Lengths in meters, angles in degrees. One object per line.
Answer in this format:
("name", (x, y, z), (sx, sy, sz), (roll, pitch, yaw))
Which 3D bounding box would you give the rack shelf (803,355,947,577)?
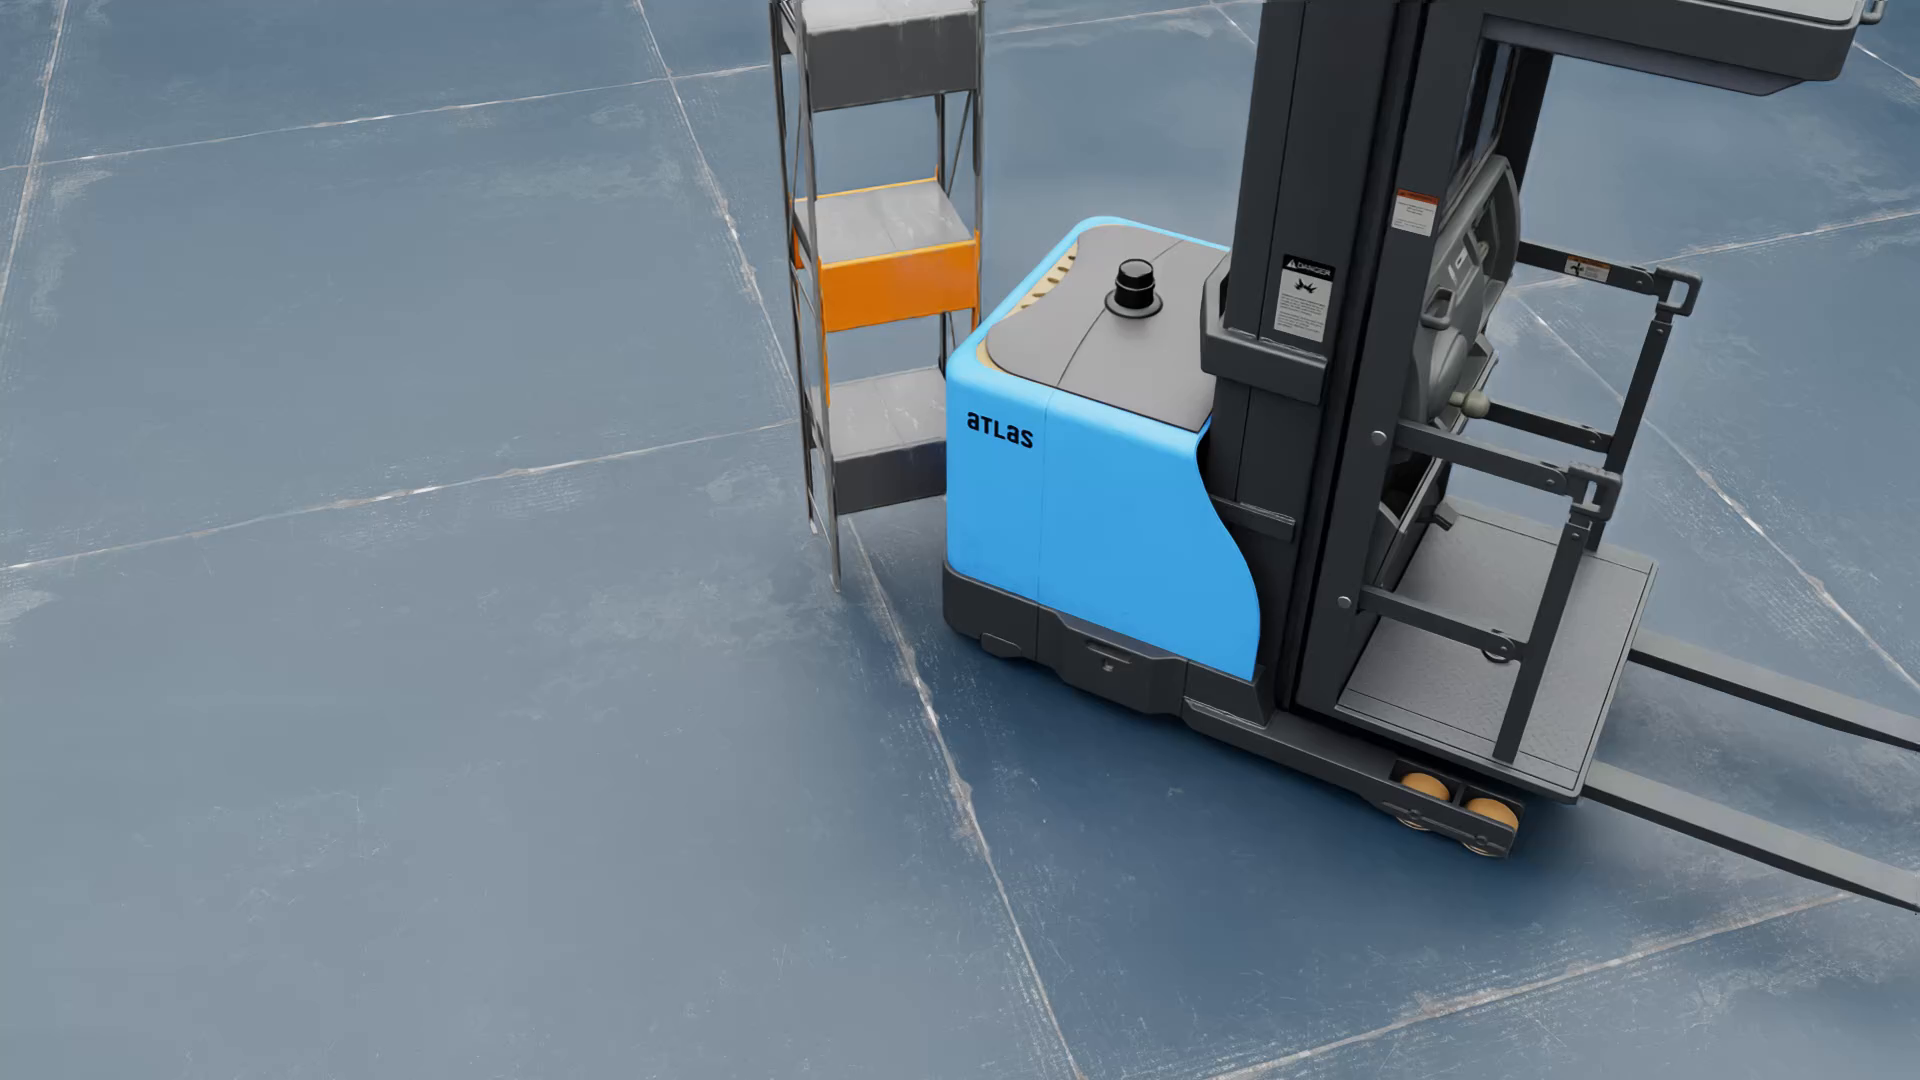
("rack shelf", (-0.234, -0.248, 5.522), (0.480, 0.518, 0.431), (-12, 43, -13))

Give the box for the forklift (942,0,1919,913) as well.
("forklift", (1.486, -0.610, 4.221), (3.031, 2.935, 1.130), (20, 45, 21))

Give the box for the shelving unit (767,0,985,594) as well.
("shelving unit", (-0.234, -0.785, 5.053), (0.503, 2.100, 0.431), (-12, 43, -13))

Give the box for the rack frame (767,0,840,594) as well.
("rack frame", (-0.467, -0.737, 4.997), (0.015, 2.100, 0.400), (-12, 43, -13))

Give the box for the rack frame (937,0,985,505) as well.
("rack frame", (-0.001, -0.834, 5.108), (0.015, 2.100, 0.400), (-12, 43, -13))

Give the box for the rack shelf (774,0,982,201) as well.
("rack shelf", (-0.234, -1.302, 4.601), (0.480, 0.518, 0.431), (-12, 43, -13))

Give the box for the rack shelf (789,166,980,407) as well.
("rack shelf", (-0.234, -0.775, 5.062), (0.480, 0.518, 0.431), (-12, 43, -13))
